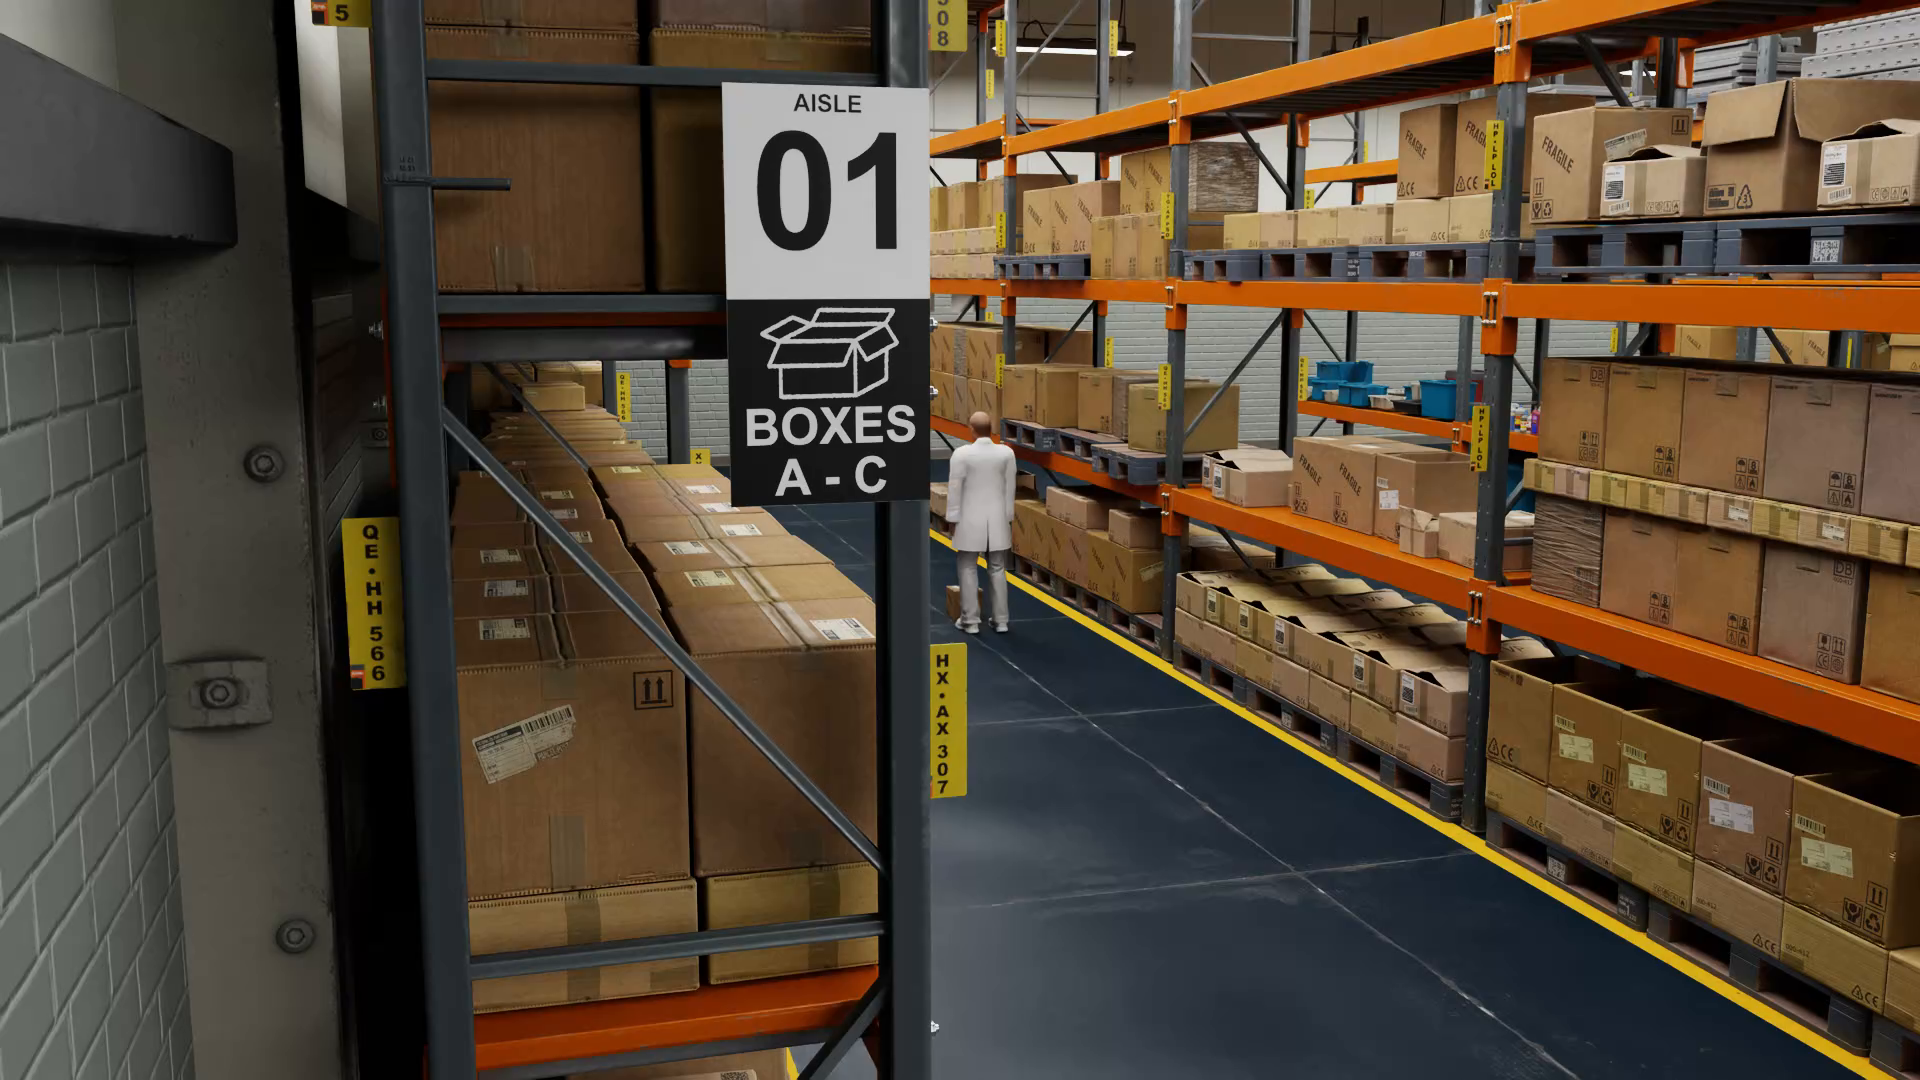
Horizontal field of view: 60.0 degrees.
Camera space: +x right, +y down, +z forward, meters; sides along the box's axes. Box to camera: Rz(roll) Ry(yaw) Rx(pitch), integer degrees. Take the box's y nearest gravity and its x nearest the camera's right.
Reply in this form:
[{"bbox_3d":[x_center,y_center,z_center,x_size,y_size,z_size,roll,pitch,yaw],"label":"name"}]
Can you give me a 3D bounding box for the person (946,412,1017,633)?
[{"bbox_3d":[0.160,-0.145,13.349,0.562,1.774,0.385,-2,9,-15],"label":"person"}]
